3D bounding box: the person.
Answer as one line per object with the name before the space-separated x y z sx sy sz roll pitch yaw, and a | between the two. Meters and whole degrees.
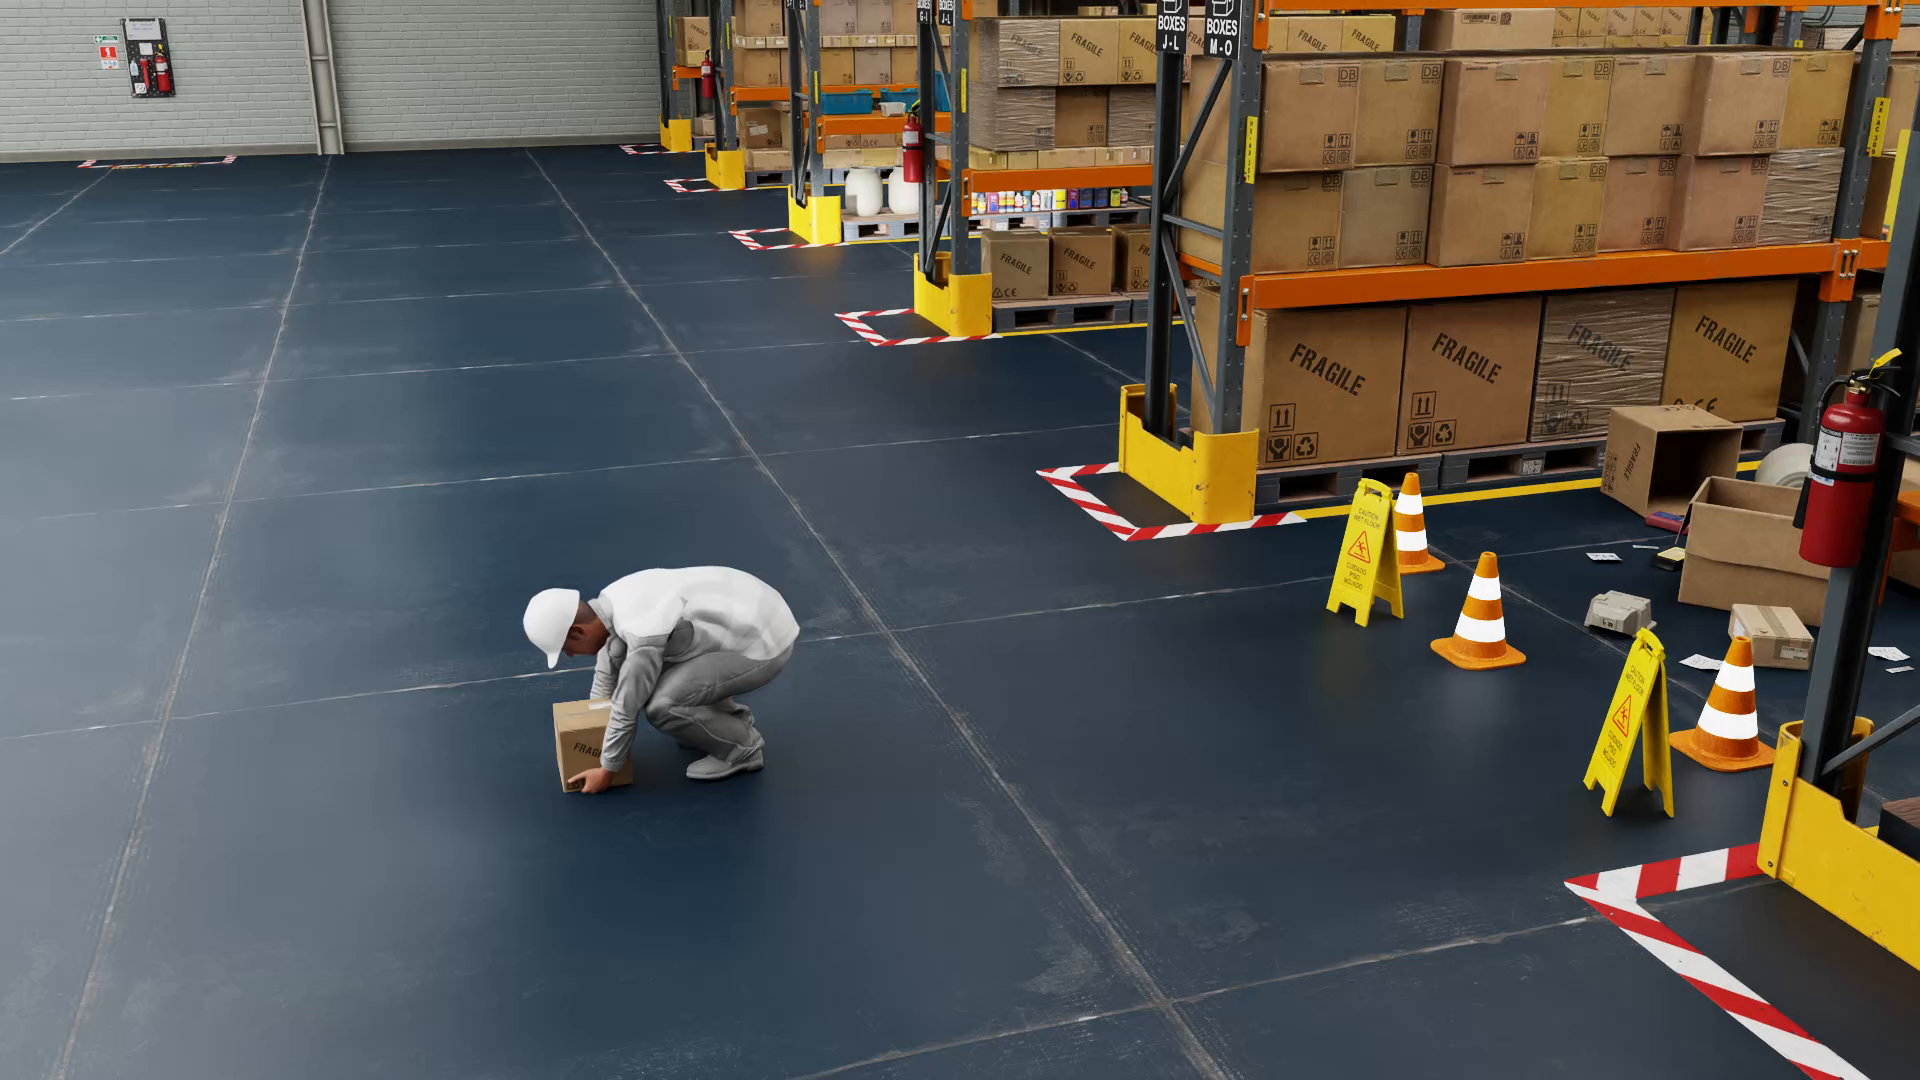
person | -1.091 0.495 6.166 0.986 0.790 0.508 -7 20 -18
